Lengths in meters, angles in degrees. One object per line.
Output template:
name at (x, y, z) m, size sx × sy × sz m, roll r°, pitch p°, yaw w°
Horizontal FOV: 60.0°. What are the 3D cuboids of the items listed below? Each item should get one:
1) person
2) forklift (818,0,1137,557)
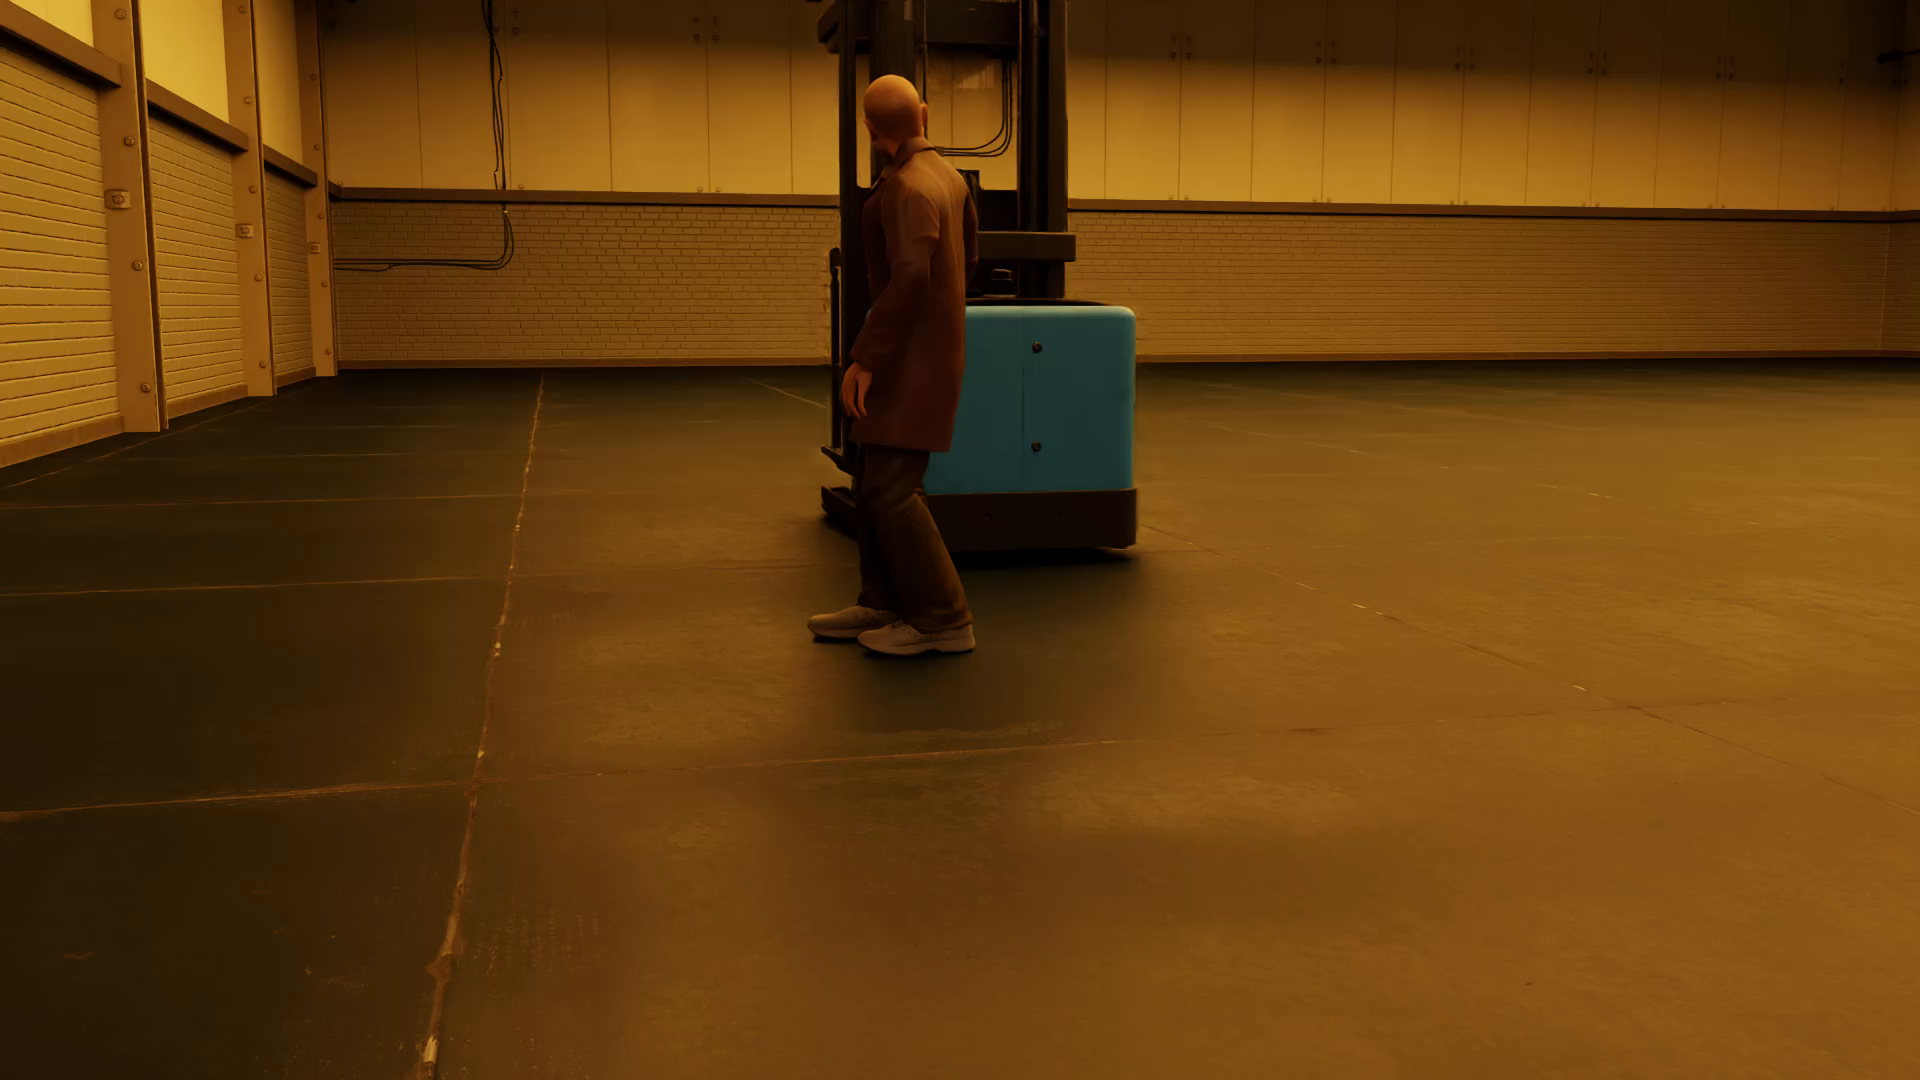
person at (-0.228, -0.525, 5.132) m, size 0.558 × 1.759 × 0.799 m, roll 0°, pitch 8°, yaw 3°
forklift at (-0.084, -1.544, 8.164) m, size 1.130 × 2.935 × 3.031 m, roll -2°, pitch 8°, yaw -13°
